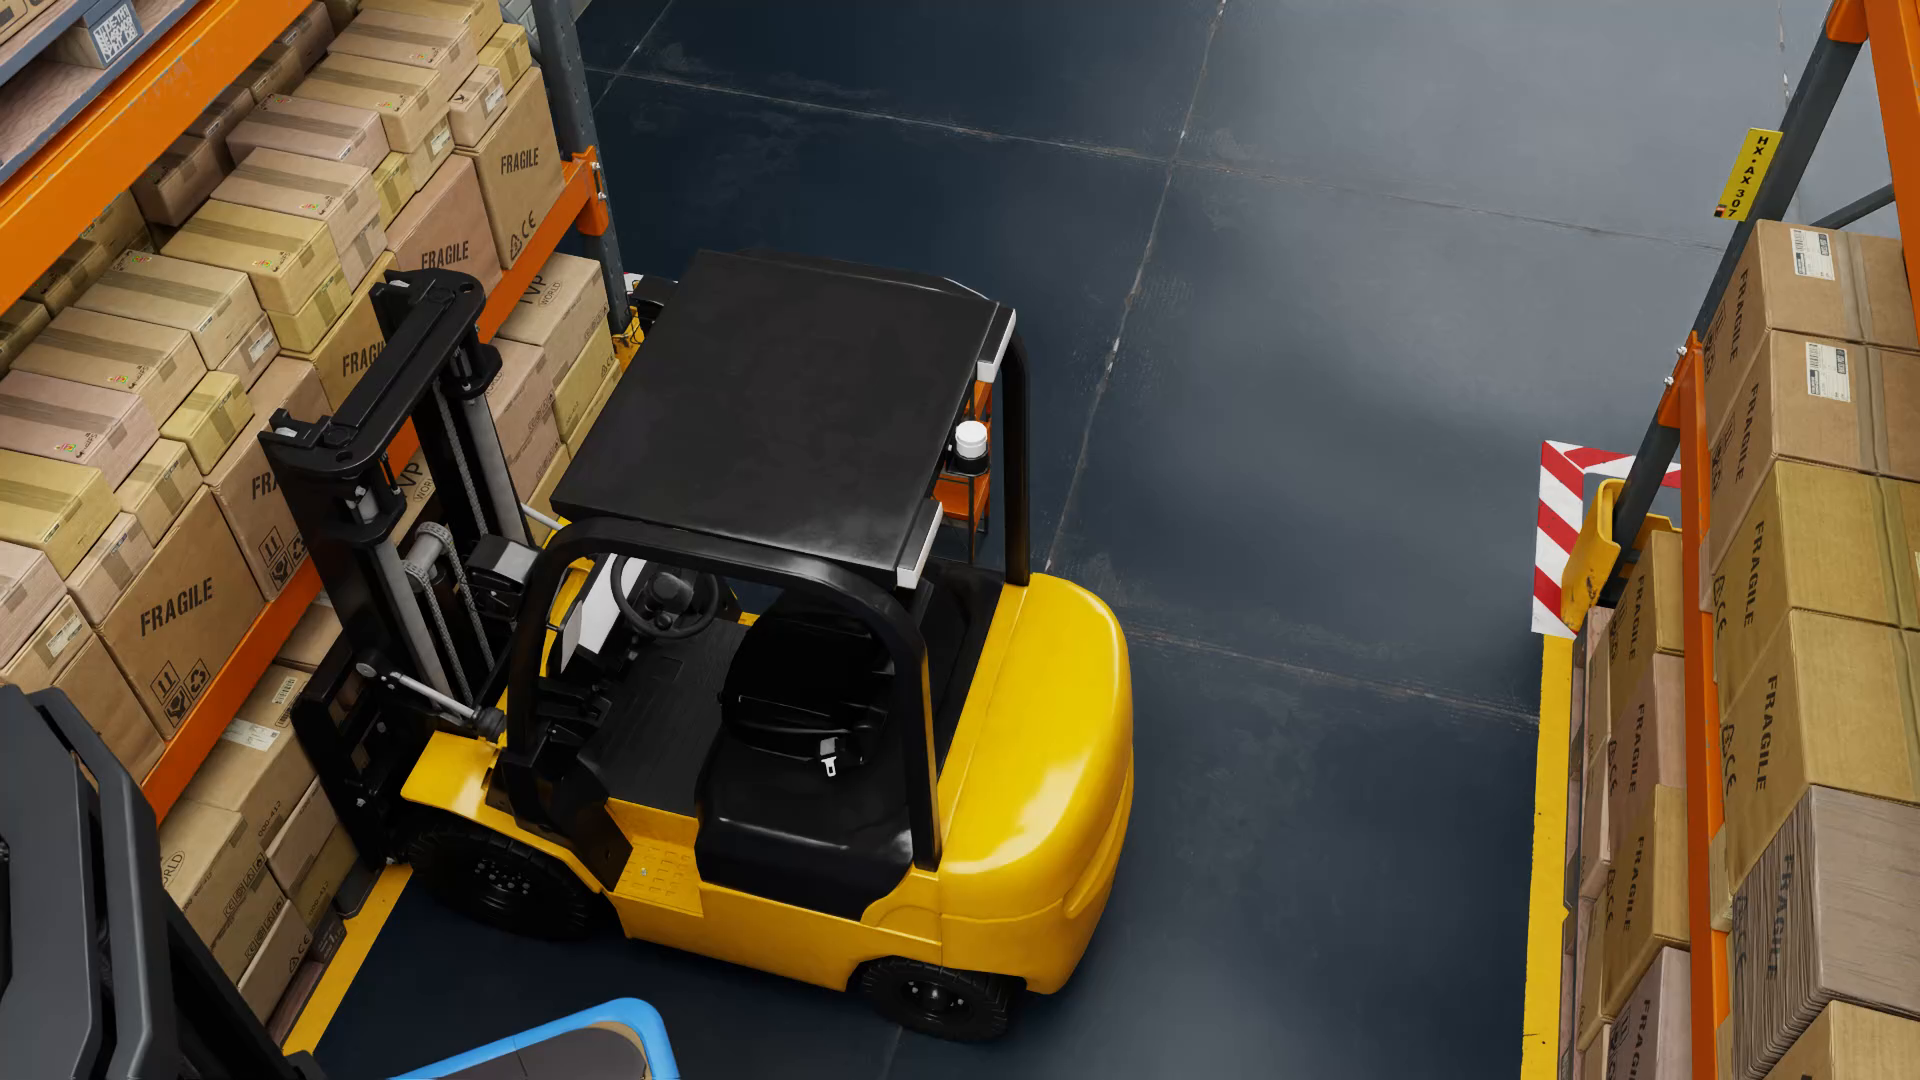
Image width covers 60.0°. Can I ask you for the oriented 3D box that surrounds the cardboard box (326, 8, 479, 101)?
[{"bbox_3d":[-1.787,-1.555,5.343,0.380,0.149,0.250,12,50,10],"label":"cardboard box"}]

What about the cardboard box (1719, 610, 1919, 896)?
[{"bbox_3d":[2.144,0.552,3.916,0.500,0.500,0.500,11,49,9],"label":"cardboard box"}]

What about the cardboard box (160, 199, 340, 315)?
[{"bbox_3d":[-1.992,-0.797,4.674,0.380,0.149,0.250,12,50,11],"label":"cardboard box"}]

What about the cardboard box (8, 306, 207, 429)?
[{"bbox_3d":[-2.233,-0.450,4.368,0.380,0.149,0.250,12,50,10],"label":"cardboard box"}]

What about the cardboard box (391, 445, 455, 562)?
[{"bbox_3d":[-1.934,-0.122,5.663,0.500,0.250,0.500,12,50,11],"label":"cardboard box"}]

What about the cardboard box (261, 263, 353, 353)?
[{"bbox_3d":[-1.996,-0.703,4.790,0.380,0.149,0.250,12,50,10],"label":"cardboard box"}]

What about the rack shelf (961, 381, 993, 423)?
[{"bbox_3d":[-0.014,-0.489,6.036,0.215,0.259,0.240,12,50,10],"label":"rack shelf"}]

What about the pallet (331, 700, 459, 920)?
[{"bbox_3d":[-2.345,0.670,5.937,1.003,0.211,1.213,12,50,10],"label":"pallet"}]

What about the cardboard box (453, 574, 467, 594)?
[{"bbox_3d":[-1.946,0.063,5.833,0.500,0.250,0.500,11,49,9],"label":"cardboard box"}]

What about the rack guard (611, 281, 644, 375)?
[{"bbox_3d":[-1.855,-0.884,7.116,1.175,0.500,0.348,12,50,10],"label":"rack guard"}]

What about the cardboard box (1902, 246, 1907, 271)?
[{"bbox_3d":[3.004,-0.767,4.413,0.700,0.500,0.500,10,49,9],"label":"cardboard box"}]

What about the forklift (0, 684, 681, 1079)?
[{"bbox_3d":[-1.993,1.638,3.269,3.031,2.935,1.130,-17,51,-14],"label":"forklift"}]

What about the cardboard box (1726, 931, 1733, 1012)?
[{"bbox_3d":[2.026,1.052,3.908,0.380,0.149,0.250,11,49,9],"label":"cardboard box"}]

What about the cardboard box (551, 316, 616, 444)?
[{"bbox_3d":[-1.688,-0.675,6.484,0.500,0.250,0.500,11,49,10],"label":"cardboard box"}]

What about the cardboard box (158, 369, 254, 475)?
[{"bbox_3d":[-2.150,-0.342,4.471,0.380,0.149,0.250,11,49,9],"label":"cardboard box"}]

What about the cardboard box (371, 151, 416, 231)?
[{"bbox_3d":[-1.924,-1.093,5.133,0.380,0.149,0.250,11,50,10],"label":"cardboard box"}]

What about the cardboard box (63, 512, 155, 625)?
[{"bbox_3d":[-2.261,0.038,4.135,0.380,0.149,0.250,11,50,10],"label":"cardboard box"}]

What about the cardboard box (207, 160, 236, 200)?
[{"bbox_3d":[-2.407,-1.193,5.222,0.380,0.149,0.250,10,49,9],"label":"cardboard box"}]

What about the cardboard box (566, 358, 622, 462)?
[{"bbox_3d":[-1.680,-0.521,6.682,0.500,0.250,0.500,12,50,10],"label":"cardboard box"}]

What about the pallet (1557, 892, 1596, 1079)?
[{"bbox_3d":[2.337,1.721,5.010,1.003,0.211,1.213,12,50,10],"label":"pallet"}]

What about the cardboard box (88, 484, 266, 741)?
[{"bbox_3d":[-2.292,0.150,4.469,0.500,0.500,0.500,11,50,10],"label":"cardboard box"}]

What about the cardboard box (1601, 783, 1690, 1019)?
[{"bbox_3d":[2.170,1.092,4.758,0.500,0.500,0.500,12,50,11],"label":"cardboard box"}]

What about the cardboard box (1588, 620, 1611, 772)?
[{"bbox_3d":[2.449,0.582,5.708,0.500,0.250,0.500,11,50,10],"label":"cardboard box"}]

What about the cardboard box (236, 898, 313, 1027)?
[{"bbox_3d":[-2.349,1.315,5.061,0.500,0.250,0.500,11,49,9],"label":"cardboard box"}]

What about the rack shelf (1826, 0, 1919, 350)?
[{"bbox_3d":[2.402,-0.025,3.170,1.077,0.370,4.000,12,50,10],"label":"rack shelf"}]

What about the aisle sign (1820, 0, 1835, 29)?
[{"bbox_3d":[2.646,-1.684,4.420,0.394,0.787,0.004,12,50,10],"label":"aisle sign"}]

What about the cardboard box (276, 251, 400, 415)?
[{"bbox_3d":[-2.018,-0.575,5.109,0.500,0.500,0.500,11,49,9],"label":"cardboard box"}]

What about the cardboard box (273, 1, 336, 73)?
[{"bbox_3d":[-2.286,-1.660,5.435,0.380,0.149,0.250,13,50,11],"label":"cardboard box"}]

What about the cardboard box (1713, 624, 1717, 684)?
[{"bbox_3d":[2.291,0.300,4.571,0.380,0.149,0.250,13,50,11],"label":"cardboard box"}]

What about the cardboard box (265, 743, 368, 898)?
[{"bbox_3d":[-2.215,0.790,5.192,0.500,0.250,0.500,11,50,10],"label":"cardboard box"}]

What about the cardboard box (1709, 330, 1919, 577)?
[{"bbox_3d":[2.403,-0.186,4.567,0.500,0.500,0.500,13,50,11],"label":"cardboard box"}]

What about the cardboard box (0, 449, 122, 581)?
[{"bbox_3d":[-2.295,-0.071,4.033,0.380,0.149,0.250,11,49,9],"label":"cardboard box"}]

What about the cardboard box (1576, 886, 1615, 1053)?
[{"bbox_3d":[2.176,1.347,5.033,0.500,0.250,0.500,15,50,13],"label":"cardboard box"}]

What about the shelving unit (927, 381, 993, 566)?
[{"bbox_3d":[-0.014,-0.309,6.241,0.215,1.050,0.252,12,50,10],"label":"shelving unit"}]

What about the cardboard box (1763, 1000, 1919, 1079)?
[{"bbox_3d":[1.881,1.300,3.256,0.500,0.500,0.500,13,50,11],"label":"cardboard box"}]

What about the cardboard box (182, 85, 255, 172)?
[{"bbox_3d":[-2.393,-1.287,5.107,0.380,0.149,0.250,12,50,10],"label":"cardboard box"}]

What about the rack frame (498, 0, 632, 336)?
[{"bbox_3d":[-1.861,-1.694,6.164,1.000,3.000,0.127,12,50,10],"label":"rack frame"}]

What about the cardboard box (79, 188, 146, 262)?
[{"bbox_3d":[-2.602,-0.921,4.784,0.380,0.149,0.250,11,49,9],"label":"cardboard box"}]

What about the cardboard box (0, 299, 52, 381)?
[{"bbox_3d":[-2.657,-0.535,4.442,0.380,0.149,0.250,13,50,11],"label":"cardboard box"}]

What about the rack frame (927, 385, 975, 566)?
[{"bbox_3d":[-0.046,-0.220,6.163,0.200,1.050,0.008,12,50,10],"label":"rack frame"}]

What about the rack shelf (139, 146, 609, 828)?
[{"bbox_3d":[-2.388,-0.010,5.156,1.077,0.370,4.000,12,50,10],"label":"rack shelf"}]

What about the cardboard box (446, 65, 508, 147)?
[{"bbox_3d":[-1.721,-1.445,5.444,0.380,0.149,0.250,12,50,11],"label":"cardboard box"}]

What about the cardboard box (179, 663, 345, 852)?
[{"bbox_3d":[-2.220,0.621,5.007,0.500,0.250,0.500,13,50,11],"label":"cardboard box"}]

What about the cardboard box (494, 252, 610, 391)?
[{"bbox_3d":[-1.682,-0.860,6.314,0.500,0.250,0.500,13,50,11],"label":"cardboard box"}]

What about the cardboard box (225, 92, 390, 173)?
[{"bbox_3d":[-1.967,-1.195,5.025,0.380,0.149,0.250,12,50,10],"label":"cardboard box"}]

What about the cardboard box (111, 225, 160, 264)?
[{"bbox_3d":[-2.608,-0.832,4.903,0.380,0.149,0.250,13,50,11],"label":"cardboard box"}]

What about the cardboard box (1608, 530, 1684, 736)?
[{"bbox_3d":[2.443,0.352,5.412,0.500,0.500,0.500,10,49,9],"label":"cardboard box"}]

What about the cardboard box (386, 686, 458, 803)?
[{"bbox_3d":[-2.076,0.577,5.713,0.500,0.250,0.500,13,50,11],"label":"cardboard box"}]

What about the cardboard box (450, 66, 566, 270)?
[{"bbox_3d":[-1.738,-1.320,5.766,0.500,0.500,0.500,11,49,9],"label":"cardboard box"}]

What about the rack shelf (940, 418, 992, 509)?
[{"bbox_3d":[-0.014,-0.302,6.249,0.215,0.259,0.240,12,50,10],"label":"rack shelf"}]
